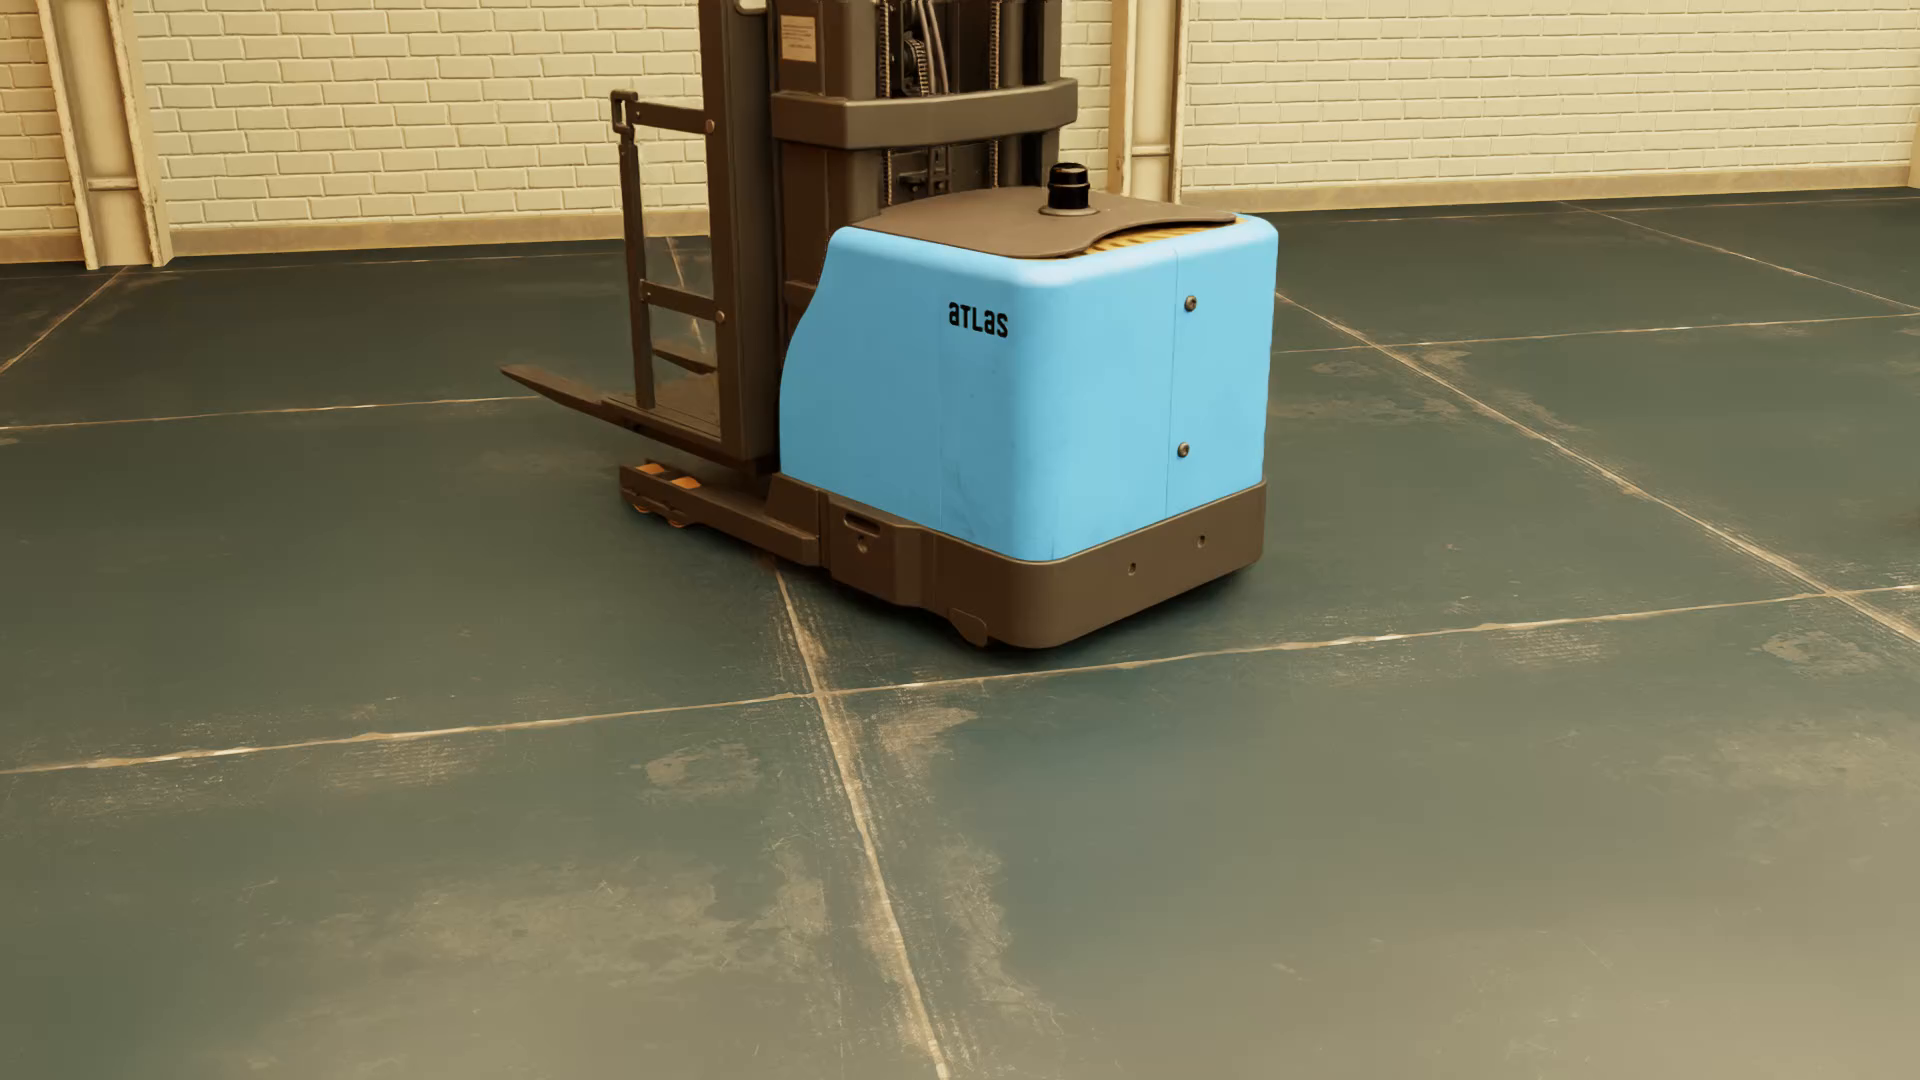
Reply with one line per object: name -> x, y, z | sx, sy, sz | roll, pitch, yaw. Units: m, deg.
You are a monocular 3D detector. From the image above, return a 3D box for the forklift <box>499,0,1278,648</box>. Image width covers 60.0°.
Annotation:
forklift -> -0.483, -1.520, 5.169 | 1.130, 2.935, 3.031 | -19, 28, -41
